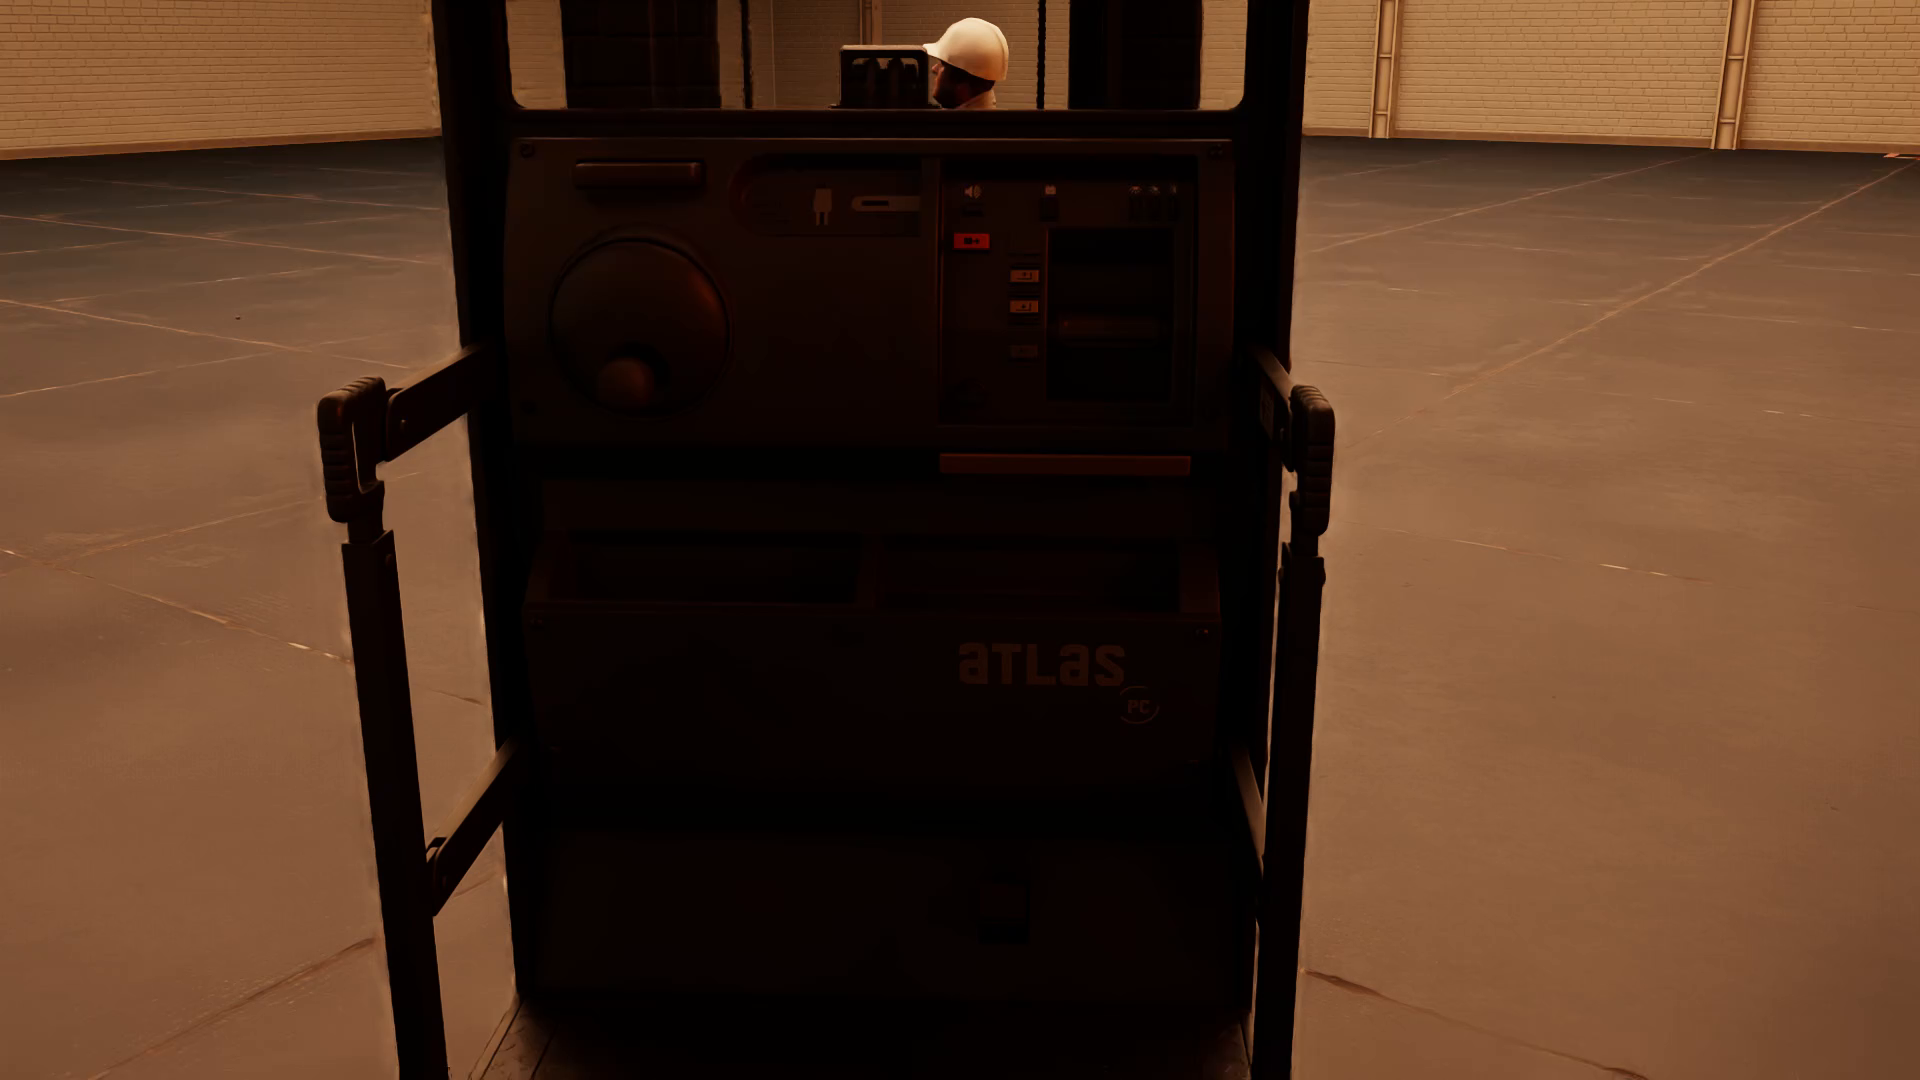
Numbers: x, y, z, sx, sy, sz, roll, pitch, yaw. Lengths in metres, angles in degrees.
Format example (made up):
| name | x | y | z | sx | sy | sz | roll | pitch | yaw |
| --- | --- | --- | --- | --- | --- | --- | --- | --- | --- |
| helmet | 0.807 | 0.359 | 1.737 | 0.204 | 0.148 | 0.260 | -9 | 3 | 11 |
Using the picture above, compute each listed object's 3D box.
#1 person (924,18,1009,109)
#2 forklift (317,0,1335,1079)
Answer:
| name | x | y | z | sx | sy | sz | roll | pitch | yaw |
| --- | --- | --- | --- | --- | --- | --- | --- | --- | --- |
| person | -0.048 | -0.869 | 5.732 | 0.566 | 1.775 | 0.633 | 11 | 20 | 33 |
| forklift | -0.126 | -0.327 | 1.926 | 1.130 | 2.935 | 3.031 | 1 | 17 | 3 |
